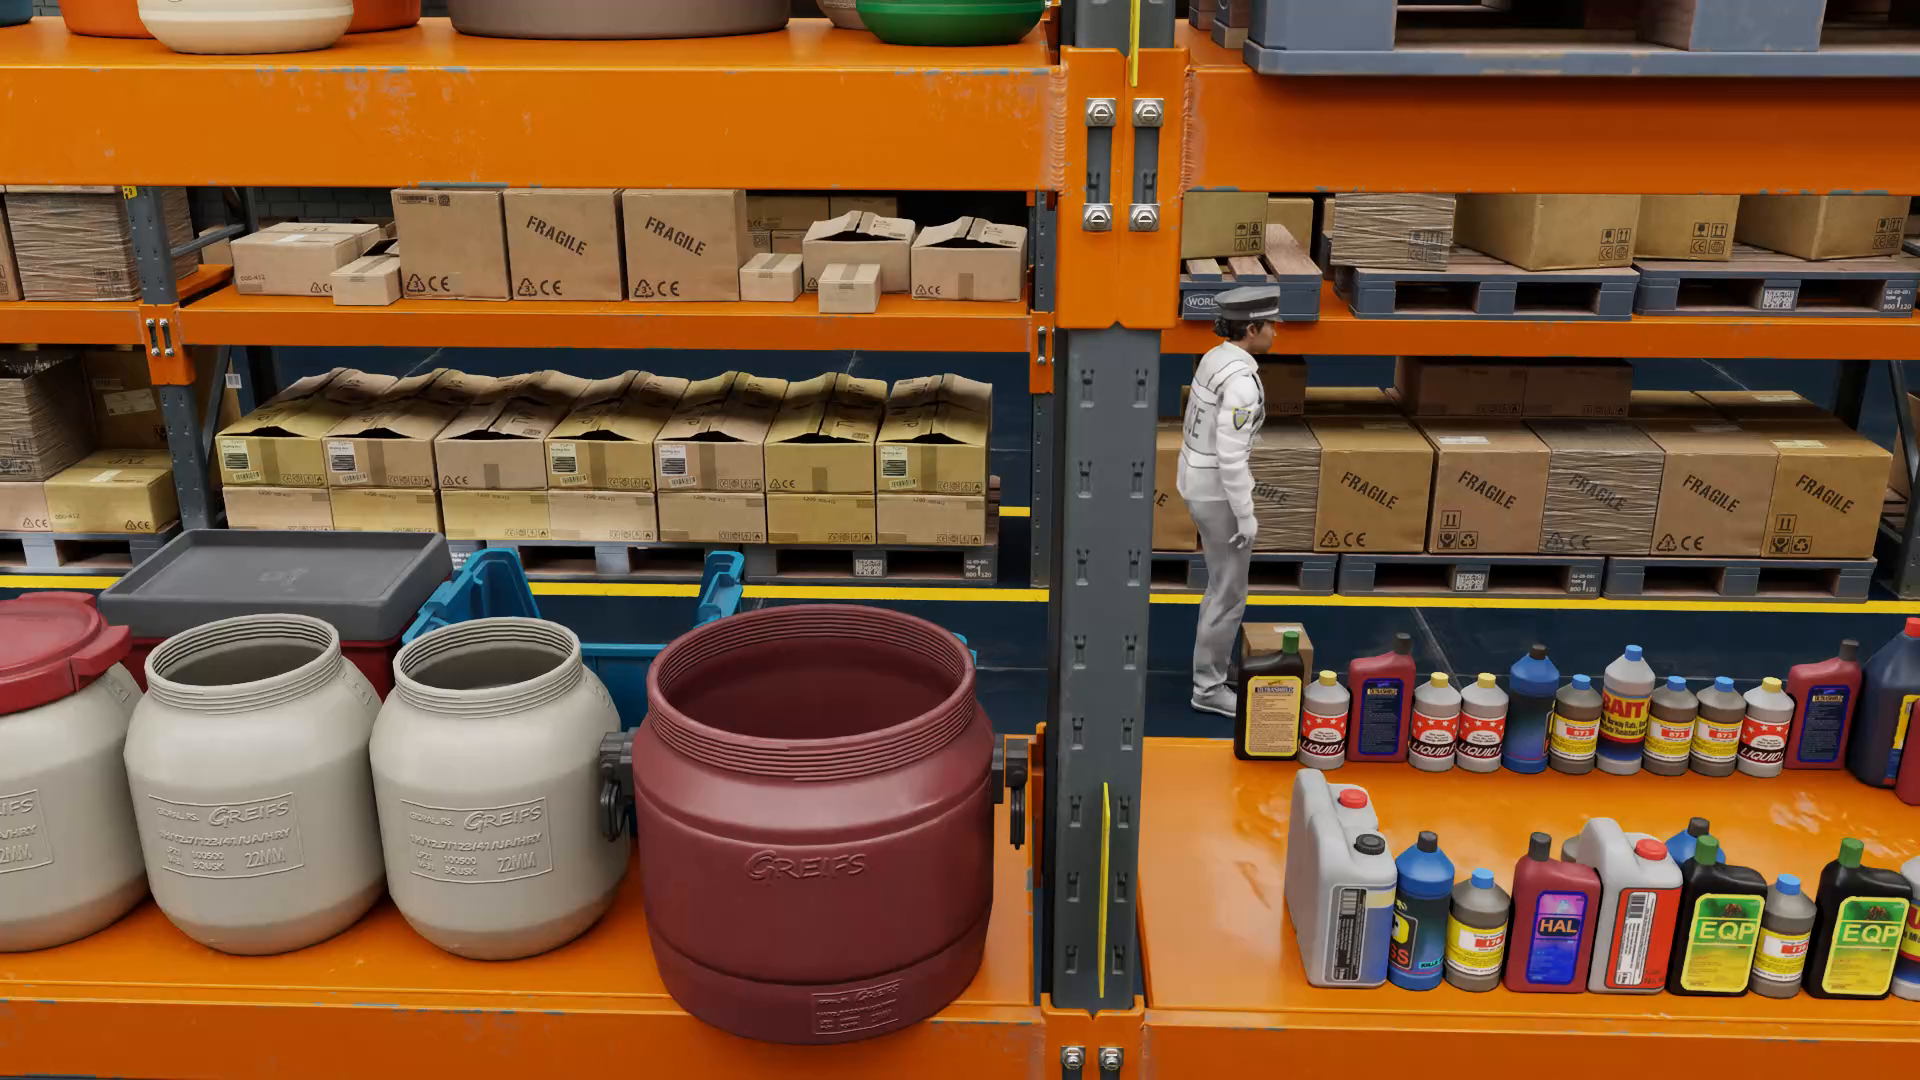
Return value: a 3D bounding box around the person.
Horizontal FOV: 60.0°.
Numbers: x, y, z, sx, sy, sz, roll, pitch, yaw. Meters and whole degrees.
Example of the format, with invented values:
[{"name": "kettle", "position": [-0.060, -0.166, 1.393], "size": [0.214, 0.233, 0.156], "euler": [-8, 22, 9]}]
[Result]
[{"name": "person", "position": [1.056, -0.164, 6.501], "size": [0.407, 1.667, 0.545], "euler": [0, 21, -1]}]
